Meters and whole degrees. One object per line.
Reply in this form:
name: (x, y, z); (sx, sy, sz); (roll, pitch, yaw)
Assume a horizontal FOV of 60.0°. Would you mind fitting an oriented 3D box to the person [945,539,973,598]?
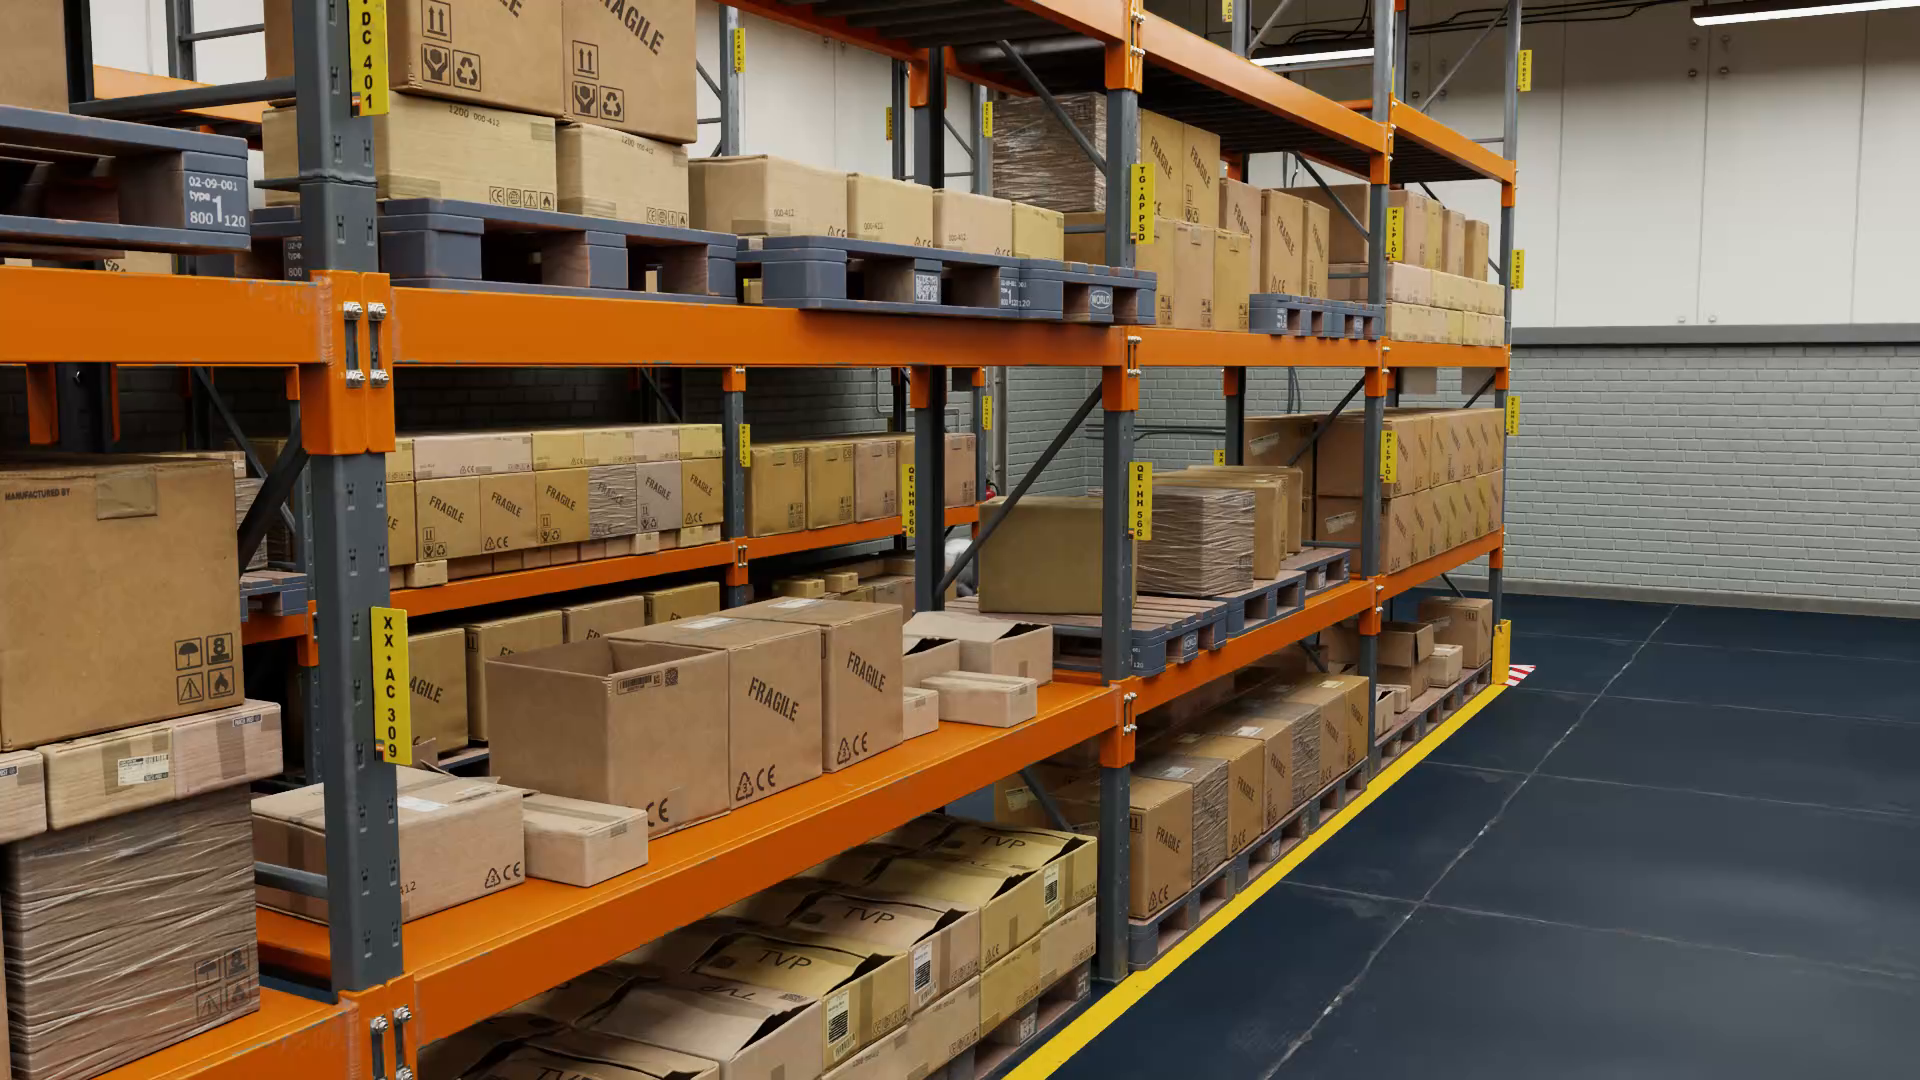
person: (0.039, 0.393, 18.255); (0.944, 0.861, 0.540); (3, 7, 27)
